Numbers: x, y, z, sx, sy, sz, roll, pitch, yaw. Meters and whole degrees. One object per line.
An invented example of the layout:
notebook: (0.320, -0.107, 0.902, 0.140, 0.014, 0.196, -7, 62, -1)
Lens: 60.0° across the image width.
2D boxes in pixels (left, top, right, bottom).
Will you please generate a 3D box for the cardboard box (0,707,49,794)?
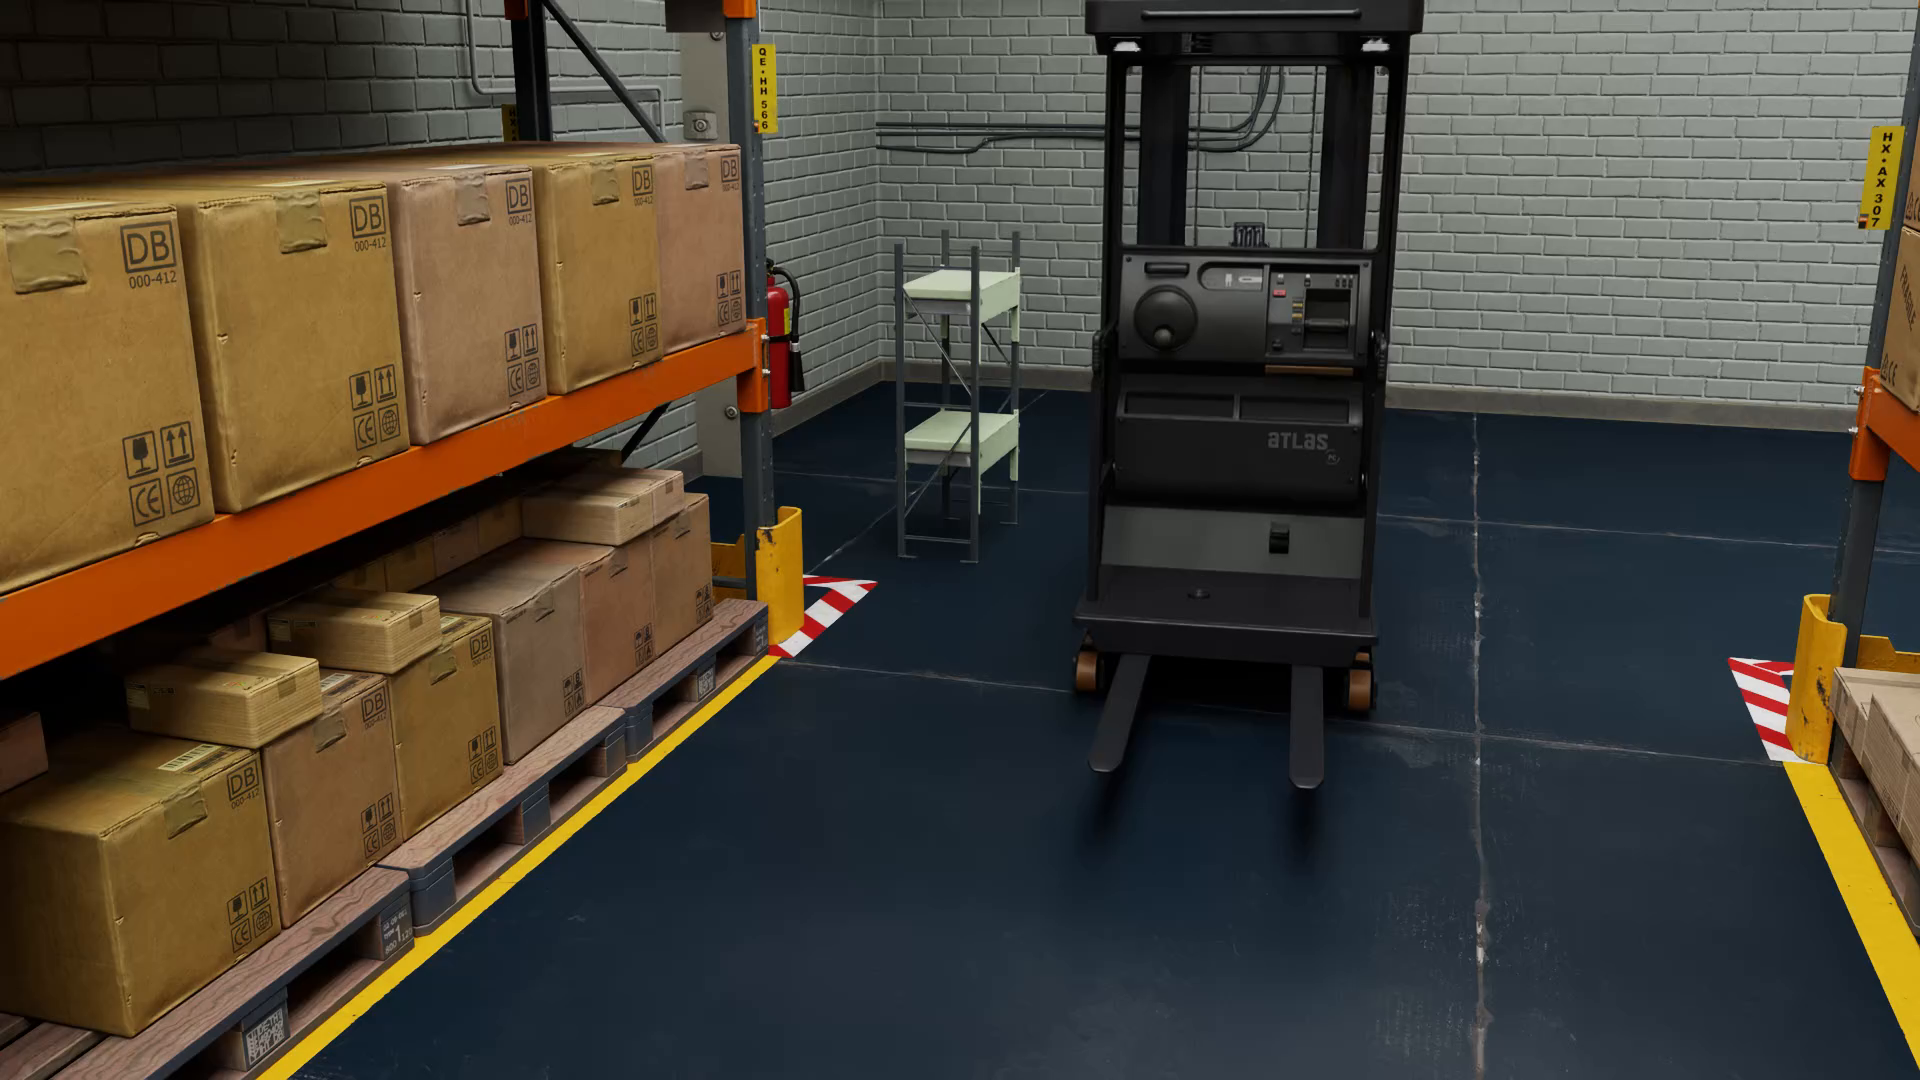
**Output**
cardboard box: (-2.319, 0.480, 3.762, 0.380, 0.149, 0.250, 5, 16, 16)

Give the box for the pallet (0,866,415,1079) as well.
pallet: (-2.107, 1.106, 4.045, 1.003, 0.211, 1.213, 5, 16, 16)

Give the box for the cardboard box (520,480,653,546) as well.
cardboard box: (-1.298, -0.096, 5.792, 0.380, 0.149, 0.250, 5, 17, 17)

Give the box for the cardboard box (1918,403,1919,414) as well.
cardboard box: (2.969, -0.523, 4.495, 0.500, 0.500, 0.500, 4, 16, 15)

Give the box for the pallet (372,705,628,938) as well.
pallet: (-1.762, 0.785, 5.174, 1.003, 0.211, 1.213, 5, 16, 16)

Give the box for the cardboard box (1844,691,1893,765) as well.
cardboard box: (2.970, 0.593, 5.127, 0.380, 0.166, 0.250, 5, 16, 16)

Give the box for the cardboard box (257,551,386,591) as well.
cardboard box: (-1.951, 0.140, 4.963, 0.380, 0.149, 0.250, 4, 16, 15)

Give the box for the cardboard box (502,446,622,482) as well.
cardboard box: (-1.520, -0.258, 6.366, 0.380, 0.149, 0.250, 5, 17, 16)

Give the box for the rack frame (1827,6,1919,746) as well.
rack frame: (3.489, -0.706, 5.323, 1.000, 3.000, 0.127, 5, 16, 16)

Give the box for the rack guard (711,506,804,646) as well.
rack guard: (-1.254, 0.107, 7.037, 1.175, 0.500, 0.348, 5, 16, 16)

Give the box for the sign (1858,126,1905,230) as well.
sign: (2.969, -1.165, 5.353, 0.100, 0.325, 0.005, 5, 16, 16)

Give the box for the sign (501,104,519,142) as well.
sign: (-1.792, -1.589, 6.702, 0.100, 0.325, 0.005, 5, 16, 16)

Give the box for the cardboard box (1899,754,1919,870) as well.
cardboard box: (2.779, 0.787, 4.292, 0.500, 0.250, 0.500, 5, 16, 16)

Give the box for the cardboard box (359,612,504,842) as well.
cardboard box: (-1.793, 0.504, 4.865, 0.700, 0.500, 0.500, 5, 17, 17)

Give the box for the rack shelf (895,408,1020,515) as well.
rack shelf: (-0.002, -0.406, 8.208, 0.431, 0.370, 0.720, 5, 16, 16)

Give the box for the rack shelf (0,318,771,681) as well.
rack shelf: (-1.830, -0.220, 4.927, 1.077, 0.370, 4.000, 5, 16, 16)

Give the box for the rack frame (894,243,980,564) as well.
rack frame: (-0.106, -0.624, 7.781, 0.400, 1.500, 0.023, 5, 16, 16)

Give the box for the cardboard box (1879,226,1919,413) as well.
cardboard box: (3.110, -0.659, 4.972, 0.500, 0.500, 0.500, 5, 17, 17)

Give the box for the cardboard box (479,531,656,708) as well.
cardboard box: (-1.506, 0.233, 5.823, 0.700, 0.500, 0.500, 5, 16, 16)

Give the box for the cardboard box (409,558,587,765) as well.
cardboard box: (-1.649, 0.364, 5.359, 0.700, 0.500, 0.500, 4, 16, 14)

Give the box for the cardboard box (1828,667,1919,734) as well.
cardboard box: (3.041, 0.536, 5.360, 0.380, 0.149, 0.250, 5, 16, 16)

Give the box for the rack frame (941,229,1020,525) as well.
rack frame: (0.102, -0.816, 8.456, 0.400, 1.500, 0.023, 5, 16, 16)

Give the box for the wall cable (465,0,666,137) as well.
wall cable: (-1.804, -1.987, 7.975, 0.084, 1.984, 1.851, 5, 16, 16)

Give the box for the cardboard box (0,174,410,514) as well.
cardboard box: (-2.015, -0.519, 4.111, 0.980, 0.700, 0.700, 4, 16, 14)

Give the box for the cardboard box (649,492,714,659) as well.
cardboard box: (-1.364, 0.102, 6.284, 0.700, 0.500, 0.500, 5, 16, 16)

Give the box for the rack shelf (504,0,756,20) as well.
rack shelf: (-1.830, -1.663, 4.518, 1.077, 0.370, 4.000, 5, 16, 16)

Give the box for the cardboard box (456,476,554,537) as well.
cardboard box: (-1.664, -0.126, 5.898, 0.380, 0.149, 0.250, 5, 16, 16)

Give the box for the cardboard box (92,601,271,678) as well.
cardboard box: (-2.097, 0.273, 4.492, 0.380, 0.149, 0.250, 4, 16, 14)

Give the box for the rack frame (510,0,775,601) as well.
rack frame: (-1.261, -1.090, 6.674, 1.000, 3.000, 0.127, 5, 16, 16)

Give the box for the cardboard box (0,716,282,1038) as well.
cardboard box: (-2.087, 0.770, 3.930, 0.700, 0.500, 0.500, 5, 17, 17)

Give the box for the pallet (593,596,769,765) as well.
pallet: (-1.413, 0.467, 6.295, 1.003, 0.211, 1.213, 5, 16, 16)

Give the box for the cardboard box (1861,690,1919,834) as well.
cardboard box: (2.921, 0.656, 4.753, 0.500, 0.250, 0.500, 5, 16, 16)

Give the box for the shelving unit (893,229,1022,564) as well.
shelving unit: (-0.002, -0.720, 8.119, 0.431, 1.500, 0.755, 5, 16, 16)

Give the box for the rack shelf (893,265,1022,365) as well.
rack shelf: (-0.002, -1.095, 8.012, 0.431, 0.370, 0.720, 5, 16, 16)

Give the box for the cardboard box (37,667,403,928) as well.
cardboard box: (-1.941, 0.639, 4.392, 0.700, 0.500, 0.500, 4, 16, 15)

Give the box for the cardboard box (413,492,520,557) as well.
cardboard box: (-1.735, -0.060, 5.668, 0.380, 0.149, 0.250, 5, 17, 16)

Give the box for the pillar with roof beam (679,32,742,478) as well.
pillar with roof beam: (2.804, -4.415, 7.405, 9.100, 9.000, 0.400, 5, 16, 16)

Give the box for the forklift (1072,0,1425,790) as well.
forklift: (1.031, -0.883, 6.073, 1.130, 2.935, 3.031, 3, 16, 11)

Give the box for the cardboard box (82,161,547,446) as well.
cardboard box: (-1.818, -0.710, 4.785, 0.980, 0.700, 0.700, 4, 16, 13)

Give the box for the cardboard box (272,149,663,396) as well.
cardboard box: (-1.593, -0.908, 5.485, 0.980, 0.700, 0.700, 4, 16, 15)

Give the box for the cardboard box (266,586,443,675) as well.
cardboard box: (-1.667, 0.246, 4.589, 0.380, 0.149, 0.250, 4, 16, 14)

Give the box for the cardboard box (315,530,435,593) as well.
cardboard box: (-1.879, 0.073, 5.196, 0.380, 0.149, 0.250, 5, 17, 16)

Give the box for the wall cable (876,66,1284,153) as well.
wall cable: (0.689, -3.934, 11.398, 3.097, 2.526, 0.112, 5, 16, 16)

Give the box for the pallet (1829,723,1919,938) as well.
pallet: (3.242, 0.864, 4.898, 1.003, 0.211, 1.213, 5, 16, 16)

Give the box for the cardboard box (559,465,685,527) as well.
cardboard box: (-1.226, -0.162, 6.028, 0.380, 0.149, 0.250, 4, 16, 15)

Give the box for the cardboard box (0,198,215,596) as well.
cardboard box: (-2.228, -0.328, 3.439, 0.980, 0.700, 0.700, 5, 17, 17)

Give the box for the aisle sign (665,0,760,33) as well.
aisle sign: (-0.953, -2.336, 6.303, 0.394, 0.787, 0.004, 5, 16, 16)

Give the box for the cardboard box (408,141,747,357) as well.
cardboard box: (-1.397, -1.100, 6.160, 0.980, 0.700, 0.700, 5, 17, 18)

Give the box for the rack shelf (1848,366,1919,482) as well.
rack shelf: (2.921, 0.163, 3.576, 1.077, 0.370, 4.000, 5, 16, 16)

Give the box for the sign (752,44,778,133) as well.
sign: (-0.745, -1.715, 6.322, 0.100, 0.325, 0.005, 5, 16, 16)

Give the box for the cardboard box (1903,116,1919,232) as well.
cardboard box: (3.110, -1.140, 4.836, 0.500, 0.500, 0.500, 5, 17, 18)

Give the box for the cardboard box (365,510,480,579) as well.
cardboard box: (-1.807, 0.006, 5.433, 0.380, 0.149, 0.250, 5, 17, 17)

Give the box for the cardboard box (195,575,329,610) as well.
cardboard box: (-2.024, 0.207, 4.724, 0.380, 0.149, 0.250, 5, 17, 16)

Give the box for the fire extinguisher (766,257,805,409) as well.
fire extinguisher: (-0.776, -0.877, 6.748, 0.296, 0.674, 0.183, 5, 16, 16)

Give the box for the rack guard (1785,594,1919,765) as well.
rack guard: (3.468, 0.516, 5.594, 1.175, 0.500, 0.348, 5, 16, 16)

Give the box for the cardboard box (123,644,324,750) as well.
cardboard box: (-1.815, 0.382, 4.107, 0.380, 0.149, 0.250, 5, 17, 18)
